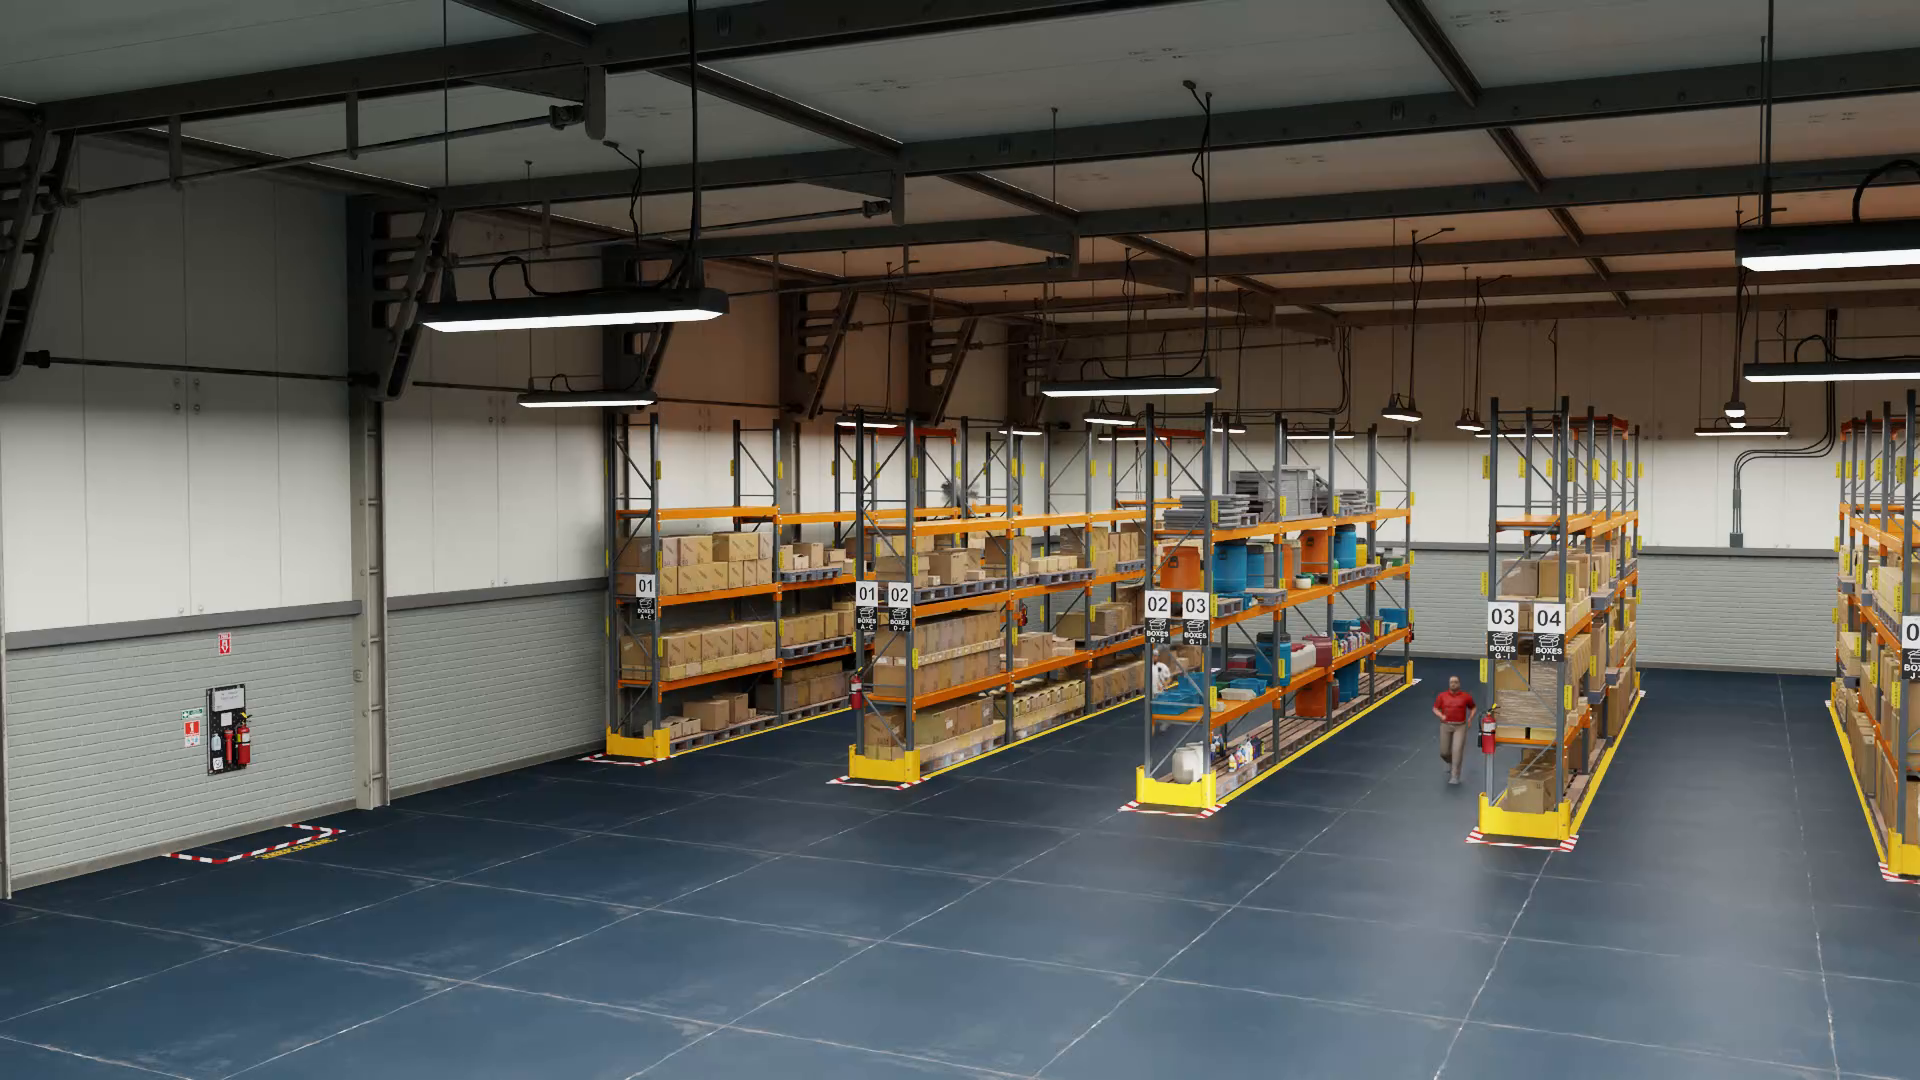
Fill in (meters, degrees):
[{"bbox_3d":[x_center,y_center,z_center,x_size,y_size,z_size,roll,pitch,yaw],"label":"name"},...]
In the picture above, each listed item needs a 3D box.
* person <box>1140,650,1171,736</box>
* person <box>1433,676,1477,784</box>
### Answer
[{"bbox_3d":[3.665,2.874,31.335,0.609,1.618,0.609,1,3,22],"label":"person"},{"bbox_3d":[7.942,3.031,26.716,0.674,1.688,0.817,1,3,22],"label":"person"}]
